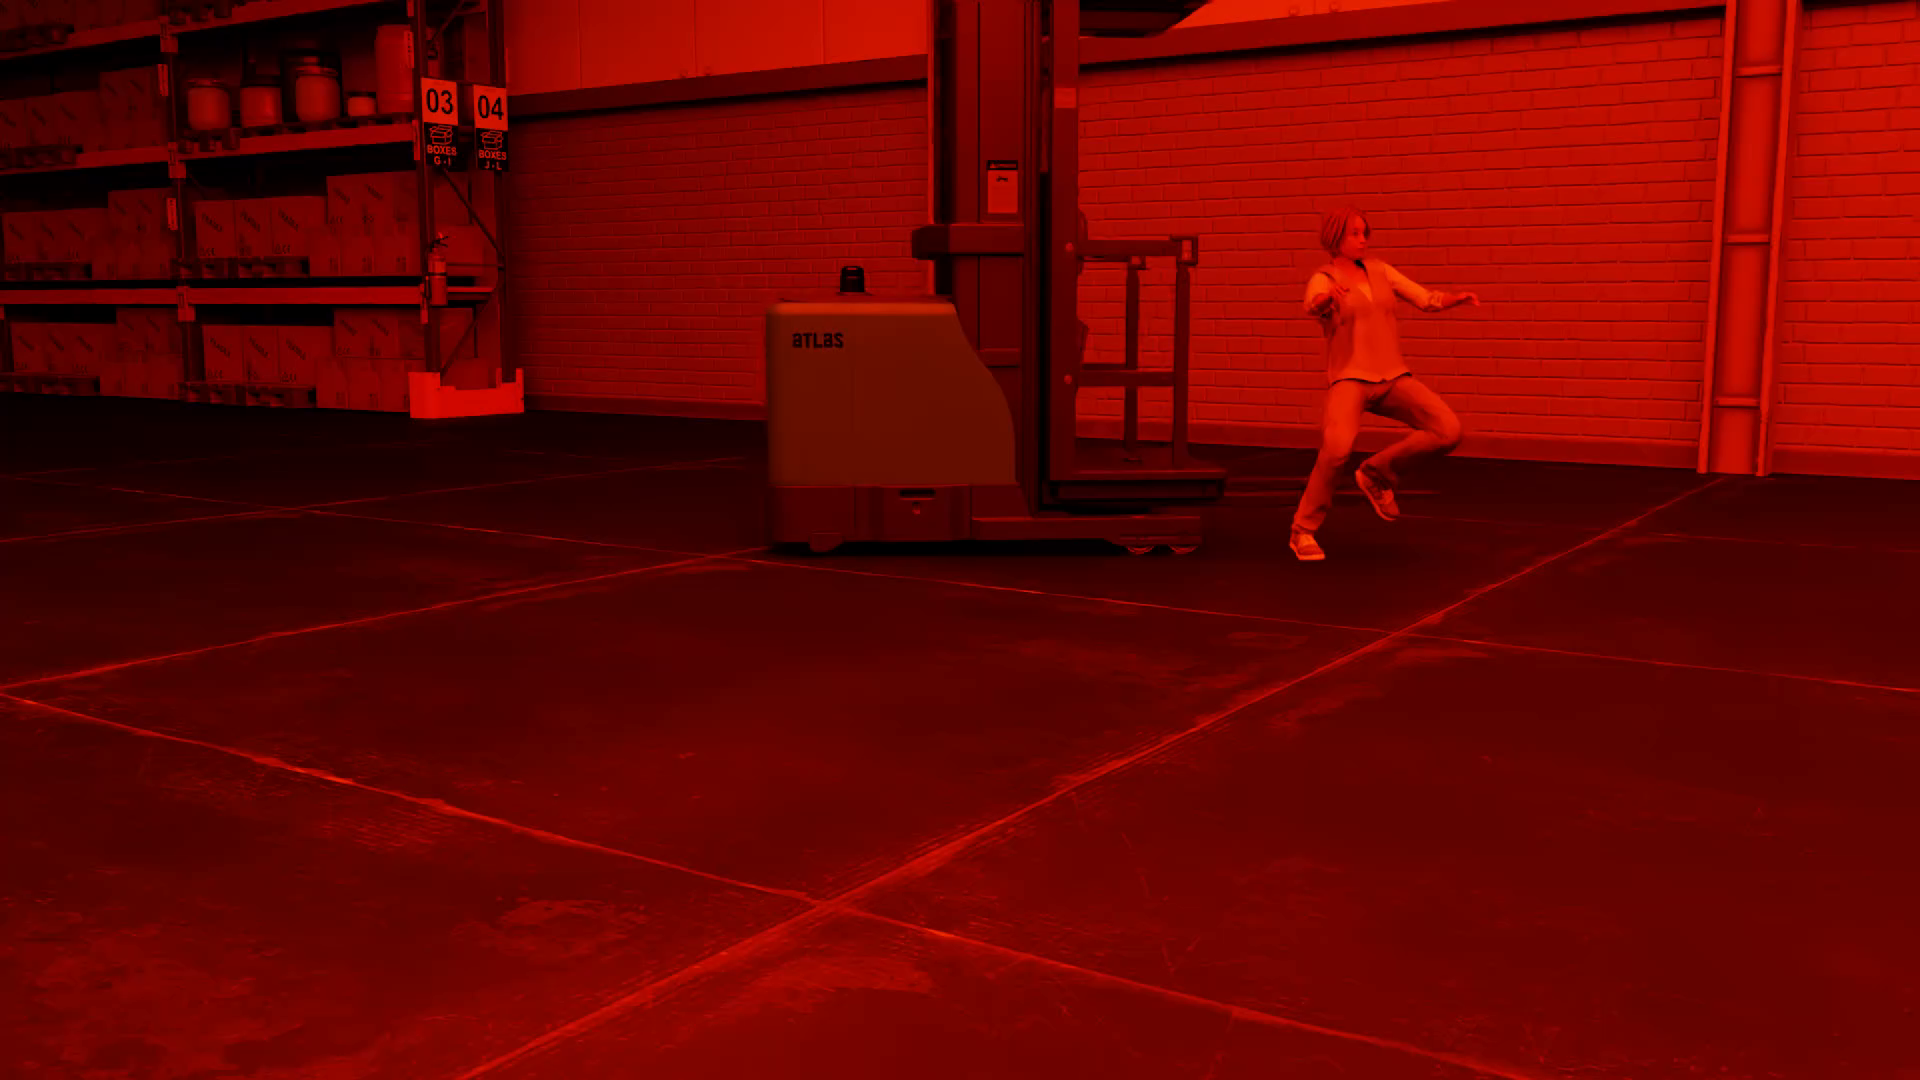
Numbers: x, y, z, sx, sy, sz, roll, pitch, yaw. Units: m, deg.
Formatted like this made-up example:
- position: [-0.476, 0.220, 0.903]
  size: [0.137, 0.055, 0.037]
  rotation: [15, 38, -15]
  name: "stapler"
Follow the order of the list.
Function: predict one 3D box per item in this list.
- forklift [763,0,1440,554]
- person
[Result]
- position: [0.629, -1.464, 7.488]
  size: [3.031, 2.935, 1.130]
  rotation: [-1, 8, -6]
  name: "forklift"
- position: [1.678, -0.640, 6.737]
  size: [0.688, 1.443, 0.704]
  rotation: [-2, 8, -14]
  name: "person"
